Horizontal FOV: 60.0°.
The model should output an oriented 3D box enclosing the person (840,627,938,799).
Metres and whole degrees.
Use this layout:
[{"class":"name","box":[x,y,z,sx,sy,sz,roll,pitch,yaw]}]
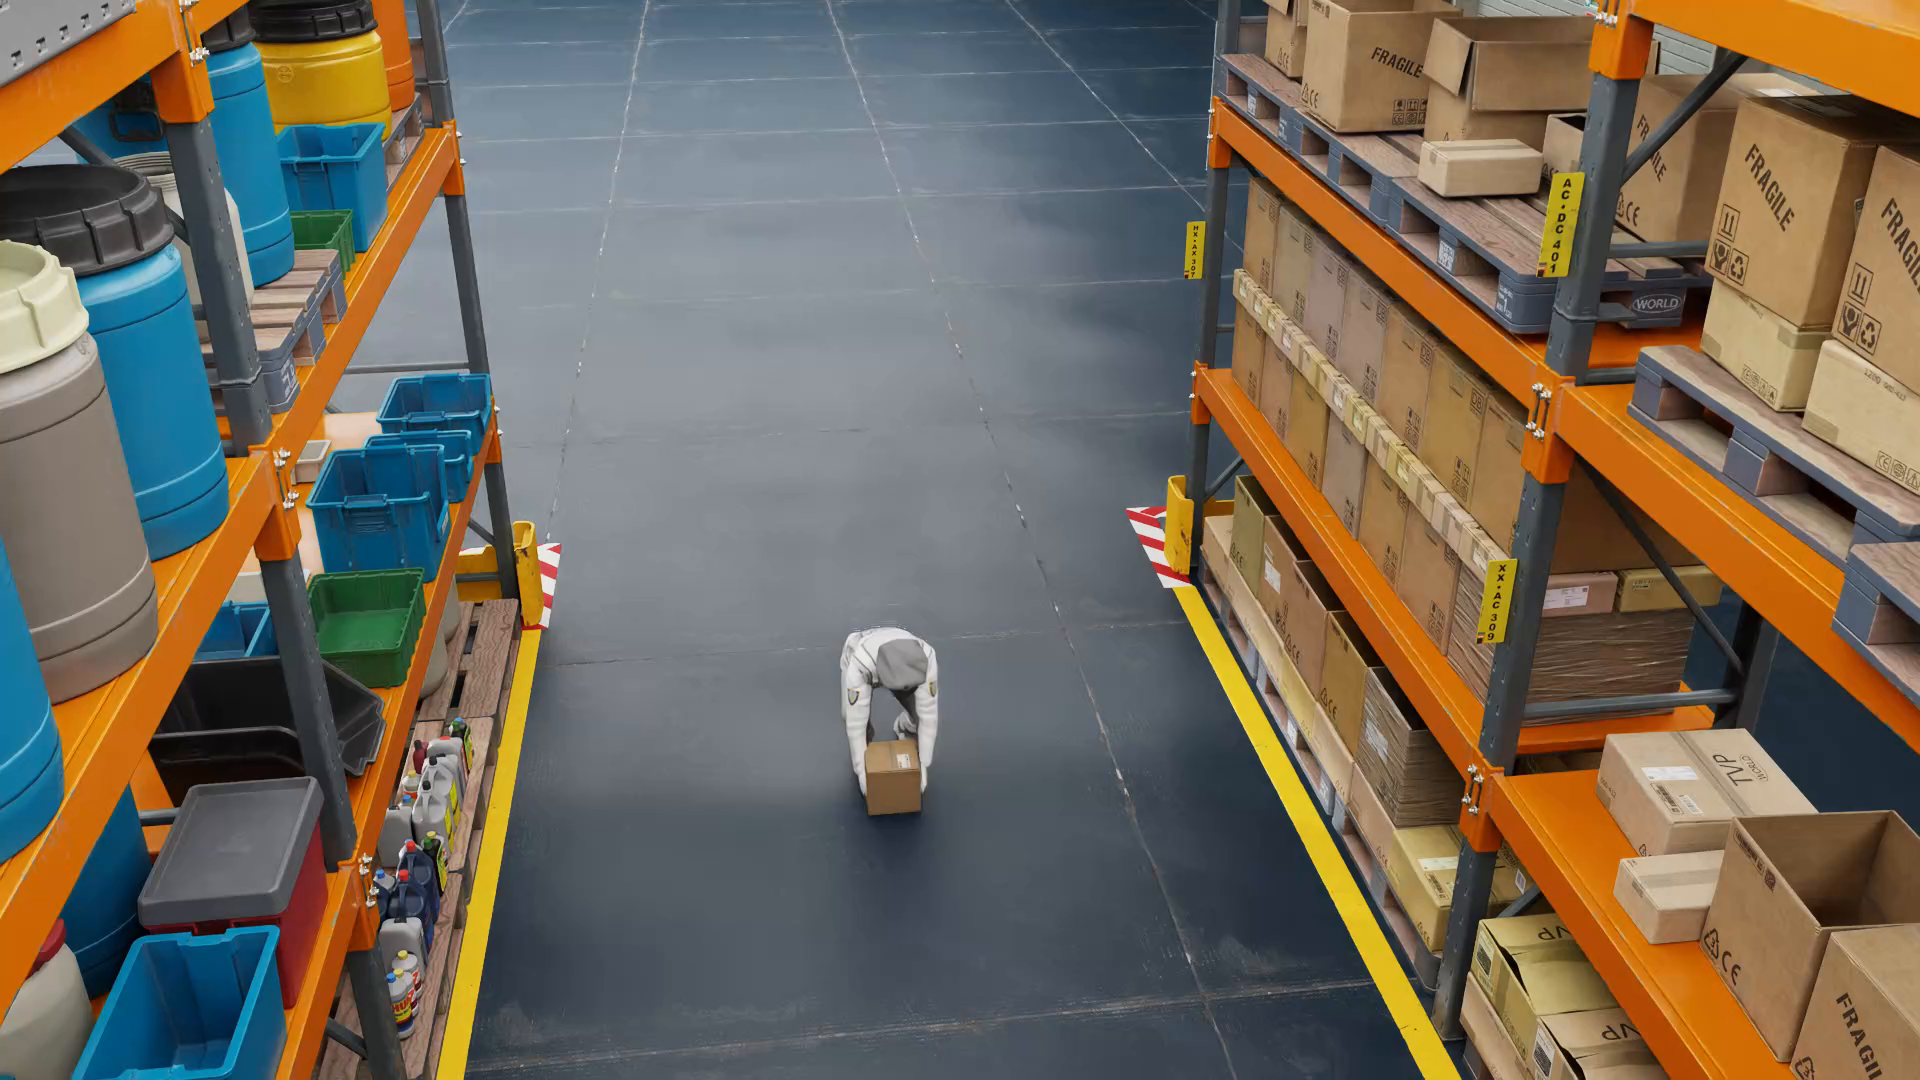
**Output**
[{"class":"person","box":[-0.353,0.726,8.104,0.471,0.857,0.858,-4,28,-7]}]
